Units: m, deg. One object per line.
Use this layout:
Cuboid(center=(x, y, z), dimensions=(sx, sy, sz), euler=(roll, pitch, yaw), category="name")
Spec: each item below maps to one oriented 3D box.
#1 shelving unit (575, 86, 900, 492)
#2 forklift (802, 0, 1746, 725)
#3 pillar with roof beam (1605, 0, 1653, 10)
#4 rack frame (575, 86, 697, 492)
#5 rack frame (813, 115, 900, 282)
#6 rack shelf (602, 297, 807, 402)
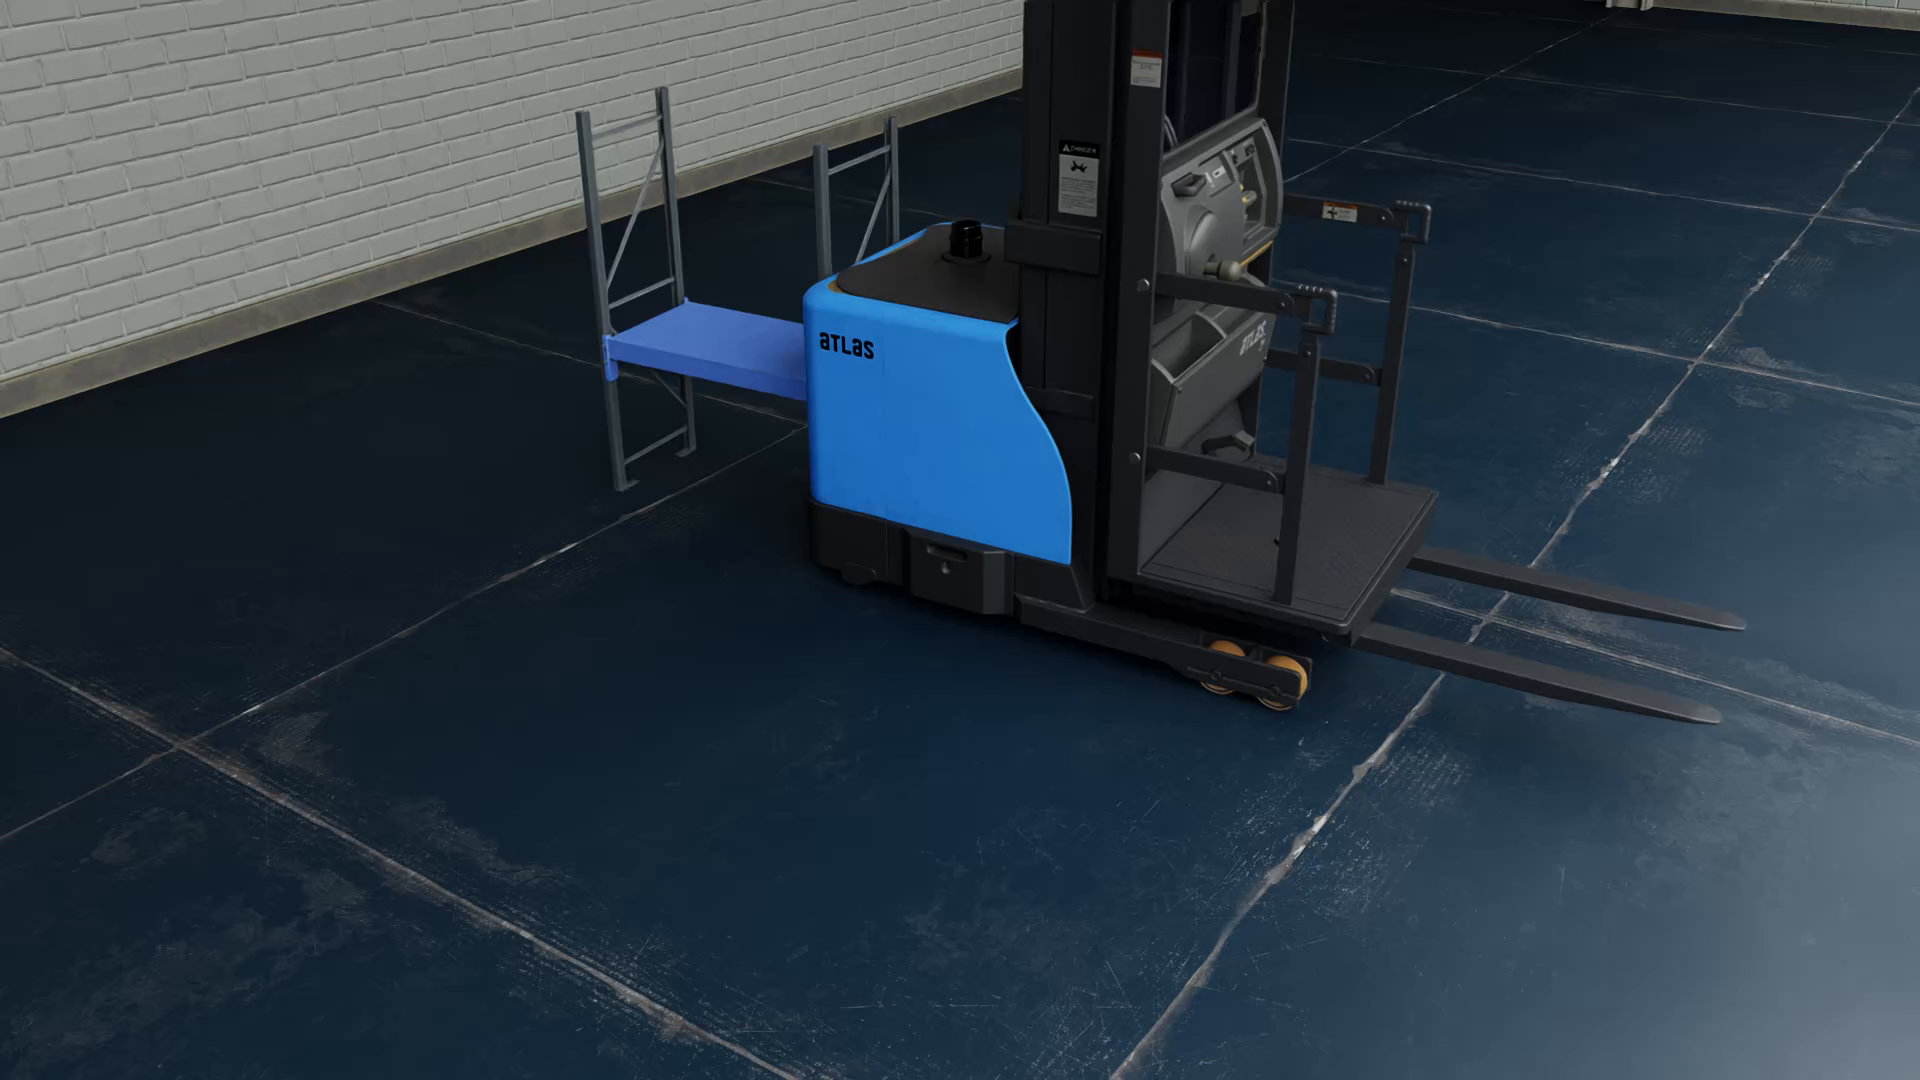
Cuboid(center=(-0.800, -0.849, 6.264), dimensions=(1.048, 1.500, 0.538), euler=(14, 30, 26), category="shelving unit")
Cuboid(center=(0.998, -1.050, 5.081), dimensions=(3.031, 2.935, 1.130), euler=(14, 30, 26), category="forklift")
Cuboid(center=(4.368, -7.828, 11.710), dimensions=(0.400, 9.000, 9.100), euler=(17, 32, 30), category="pillar with roof beam")
Cuboid(center=(-1.245, -0.960, 6.484), dimensions=(0.032, 1.500, 0.500), euler=(14, 30, 26), category="rack frame")
Cuboid(center=(-0.355, -0.737, 6.045), dimensions=(0.032, 1.500, 0.500), euler=(14, 30, 26), category="rack frame")
Cuboid(center=(-0.800, -0.688, 6.346), dimensions=(1.000, 0.185, 0.538), euler=(14, 30, 26), category="rack shelf")
